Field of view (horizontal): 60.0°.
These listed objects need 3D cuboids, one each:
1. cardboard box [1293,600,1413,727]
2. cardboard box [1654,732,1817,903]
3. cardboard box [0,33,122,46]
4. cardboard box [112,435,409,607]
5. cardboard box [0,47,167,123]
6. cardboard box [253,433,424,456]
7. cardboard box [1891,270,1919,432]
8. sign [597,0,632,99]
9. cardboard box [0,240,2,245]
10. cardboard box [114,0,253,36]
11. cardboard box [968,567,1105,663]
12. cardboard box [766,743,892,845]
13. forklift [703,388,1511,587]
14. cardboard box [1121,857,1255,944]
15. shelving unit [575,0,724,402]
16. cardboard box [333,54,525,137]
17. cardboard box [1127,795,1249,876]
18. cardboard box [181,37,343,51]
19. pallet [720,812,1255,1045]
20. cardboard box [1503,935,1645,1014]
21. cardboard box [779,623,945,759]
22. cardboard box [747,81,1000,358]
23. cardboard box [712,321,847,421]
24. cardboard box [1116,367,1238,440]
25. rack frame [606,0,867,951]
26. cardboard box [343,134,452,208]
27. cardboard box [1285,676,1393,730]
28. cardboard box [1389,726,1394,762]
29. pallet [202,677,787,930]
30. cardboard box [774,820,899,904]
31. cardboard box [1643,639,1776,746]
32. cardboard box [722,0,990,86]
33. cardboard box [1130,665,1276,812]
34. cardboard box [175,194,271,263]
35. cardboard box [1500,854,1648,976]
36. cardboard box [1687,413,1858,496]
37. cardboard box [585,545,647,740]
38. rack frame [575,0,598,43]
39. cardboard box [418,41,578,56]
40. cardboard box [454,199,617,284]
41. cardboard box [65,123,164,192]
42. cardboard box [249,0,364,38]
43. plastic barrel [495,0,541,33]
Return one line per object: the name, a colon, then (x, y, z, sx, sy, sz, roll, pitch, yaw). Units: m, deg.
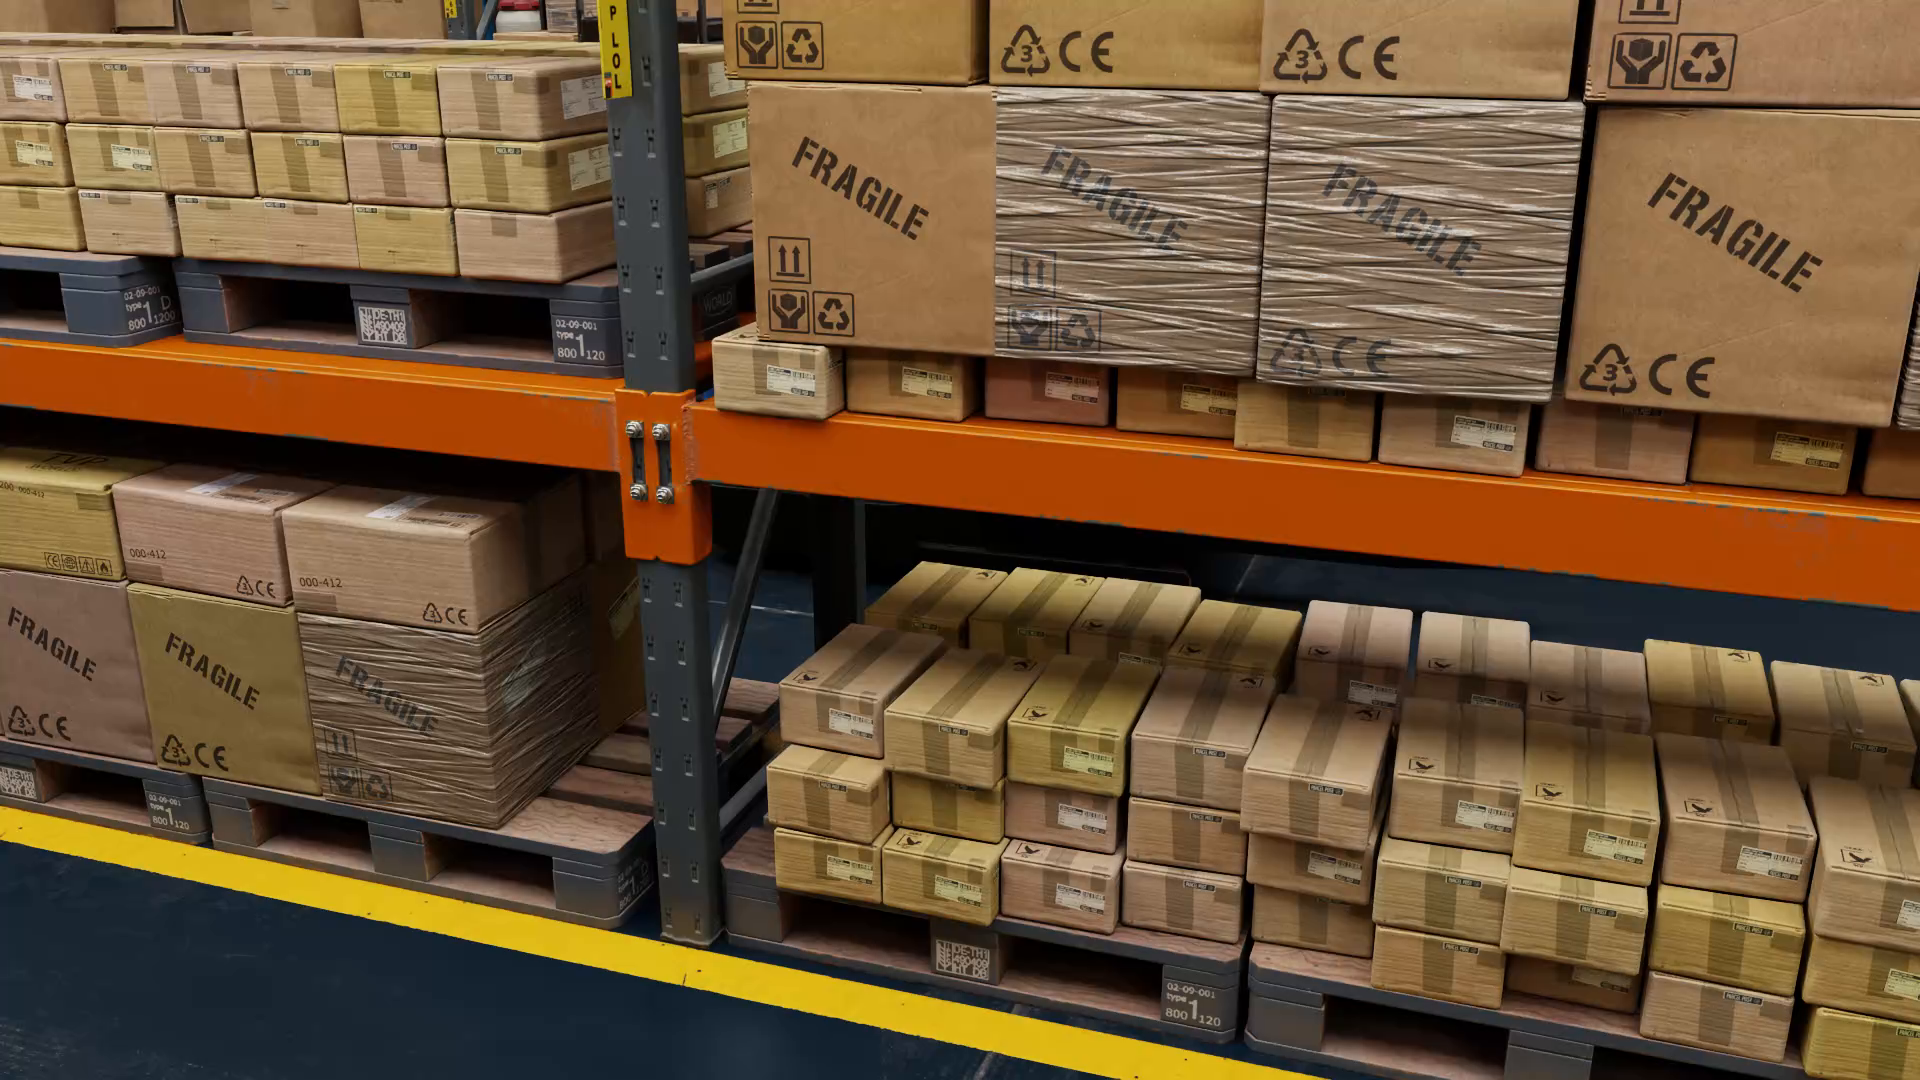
cardboard box: (0.943, 0.289, 3.979, 0.250, 0.149, 0.380, 6, 20, 15)
cardboard box: (1.506, 0.537, 3.268, 0.250, 0.149, 0.380, 6, 20, 16)
cardboard box: (-2.678, -1.399, 4.871, 0.250, 0.149, 0.380, 7, 20, 18)
cardboard box: (-1.744, -0.062, 4.216, 0.500, 0.250, 0.500, 8, 21, 21)
cardboard box: (-2.151, -1.112, 4.050, 0.250, 0.149, 0.380, 6, 20, 16)
cardboard box: (-1.592, -0.219, 4.667, 0.500, 0.250, 0.500, 7, 20, 20)
cardboard box: (1.826, -0.461, 2.738, 0.500, 0.500, 0.500, 7, 20, 18)
sign: (-0.655, -1.002, 3.134, 0.005, 0.325, 0.100, 7, 20, 18)
cardboard box: (-2.400, -0.857, 4.223, 0.250, 0.149, 0.380, 6, 20, 16)
cardboard box: (-4.642, -3.112, 10.152, 0.637, 0.503, 0.797, 9, 21, 24)
cardboard box: (0.199, 0.212, 4.201, 0.250, 0.149, 0.380, 7, 20, 19)
cardboard box: (-0.239, 0.518, 3.774, 0.250, 0.149, 0.380, 8, 21, 21)
forklift: (0.605, -1.296, 5.938, 3.031, 2.867, 1.129, 5, 20, 15)
cardboard box: (0.521, 0.710, 3.674, 0.250, 0.149, 0.380, 6, 20, 17)
shelving unit: (-1.110, -1.092, 6.519, 0.503, 2.100, 0.431, 5, 20, 15)
cardboard box: (-1.174, -1.000, 3.728, 0.250, 0.149, 0.380, 6, 20, 16)
cardboard box: (0.525, 0.563, 3.646, 0.250, 0.149, 0.380, 5, 20, 15)
cardboard box: (-1.919, -1.313, 4.627, 0.250, 0.149, 0.380, 7, 21, 20)
pallet: (0.170, 0.750, 4.103, 1.213, 0.211, 1.003, 7, 20, 18)
cardboard box: (1.274, 0.791, 3.442, 0.250, 0.149, 0.380, 7, 20, 20)
cardboard box: (-0.219, 0.341, 3.831, 0.250, 0.149, 0.380, 7, 21, 20)
cardboard box: (-0.091, -0.684, 3.377, 0.500, 0.500, 0.500, 6, 20, 17)
cardboard box: (-0.316, -0.377, 3.482, 0.250, 0.149, 0.380, 7, 21, 20)
cardboard box: (0.476, -0.329, 3.343, 0.250, 0.149, 0.380, 6, 20, 16)
rack frame: (-0.476, -0.628, 3.821, 0.127, 3.000, 1.000, 7, 20, 18)
cardboard box: (-1.166, -0.858, 3.772, 0.250, 0.149, 0.380, 7, 20, 18)
cardboard box: (0.896, 0.443, 3.991, 0.250, 0.149, 0.380, 7, 20, 19)
cardboard box: (0.984, 0.568, 4.082, 0.250, 0.149, 0.380, 6, 20, 18)
pallet: (-1.212, 0.605, 4.519, 1.213, 0.211, 1.003, 7, 20, 18)
cardboard box: (-0.238, 0.659, 3.821, 0.250, 0.149, 0.380, 6, 20, 16)
cardboard box: (1.669, 0.373, 3.739, 0.250, 0.149, 0.380, 7, 20, 19)
cardboard box: (-0.130, -1.163, 3.233, 0.500, 0.500, 0.500, 7, 20, 19)
cardboard box: (0.531, 0.422, 3.598, 0.250, 0.149, 0.380, 6, 20, 17)
cardboard box: (-1.634, -0.772, 3.976, 0.250, 0.149, 0.380, 5, 20, 15)
cardboard box: (1.220, 0.681, 3.306, 0.250, 0.149, 0.380, 7, 20, 19)
cardboard box: (1.457, -0.215, 3.017, 0.250, 0.149, 0.380, 7, 20, 19)
cardboard box: (-1.087, 0.192, 4.628, 0.500, 0.500, 0.500, 7, 21, 20)
rack frame: (-1.344, -1.115, 6.584, 0.015, 2.100, 0.400, 5, 20, 15)
cardboard box: (-1.204, -1.231, 4.390, 0.250, 0.149, 0.380, 7, 20, 19)
cardboard box: (-0.917, -0.689, 3.739, 0.250, 0.149, 0.380, 6, 20, 17)
cardboard box: (-1.905, -0.942, 4.014, 0.250, 0.149, 0.380, 5, 20, 15)
cardboard box: (-3.615, -2.912, 9.583, 0.500, 0.500, 0.700, 10, 21, 26)
plastic barrel: (-3.853, -4.456, 14.596, 0.433, 0.535, 0.433, 0, 19, 0)
